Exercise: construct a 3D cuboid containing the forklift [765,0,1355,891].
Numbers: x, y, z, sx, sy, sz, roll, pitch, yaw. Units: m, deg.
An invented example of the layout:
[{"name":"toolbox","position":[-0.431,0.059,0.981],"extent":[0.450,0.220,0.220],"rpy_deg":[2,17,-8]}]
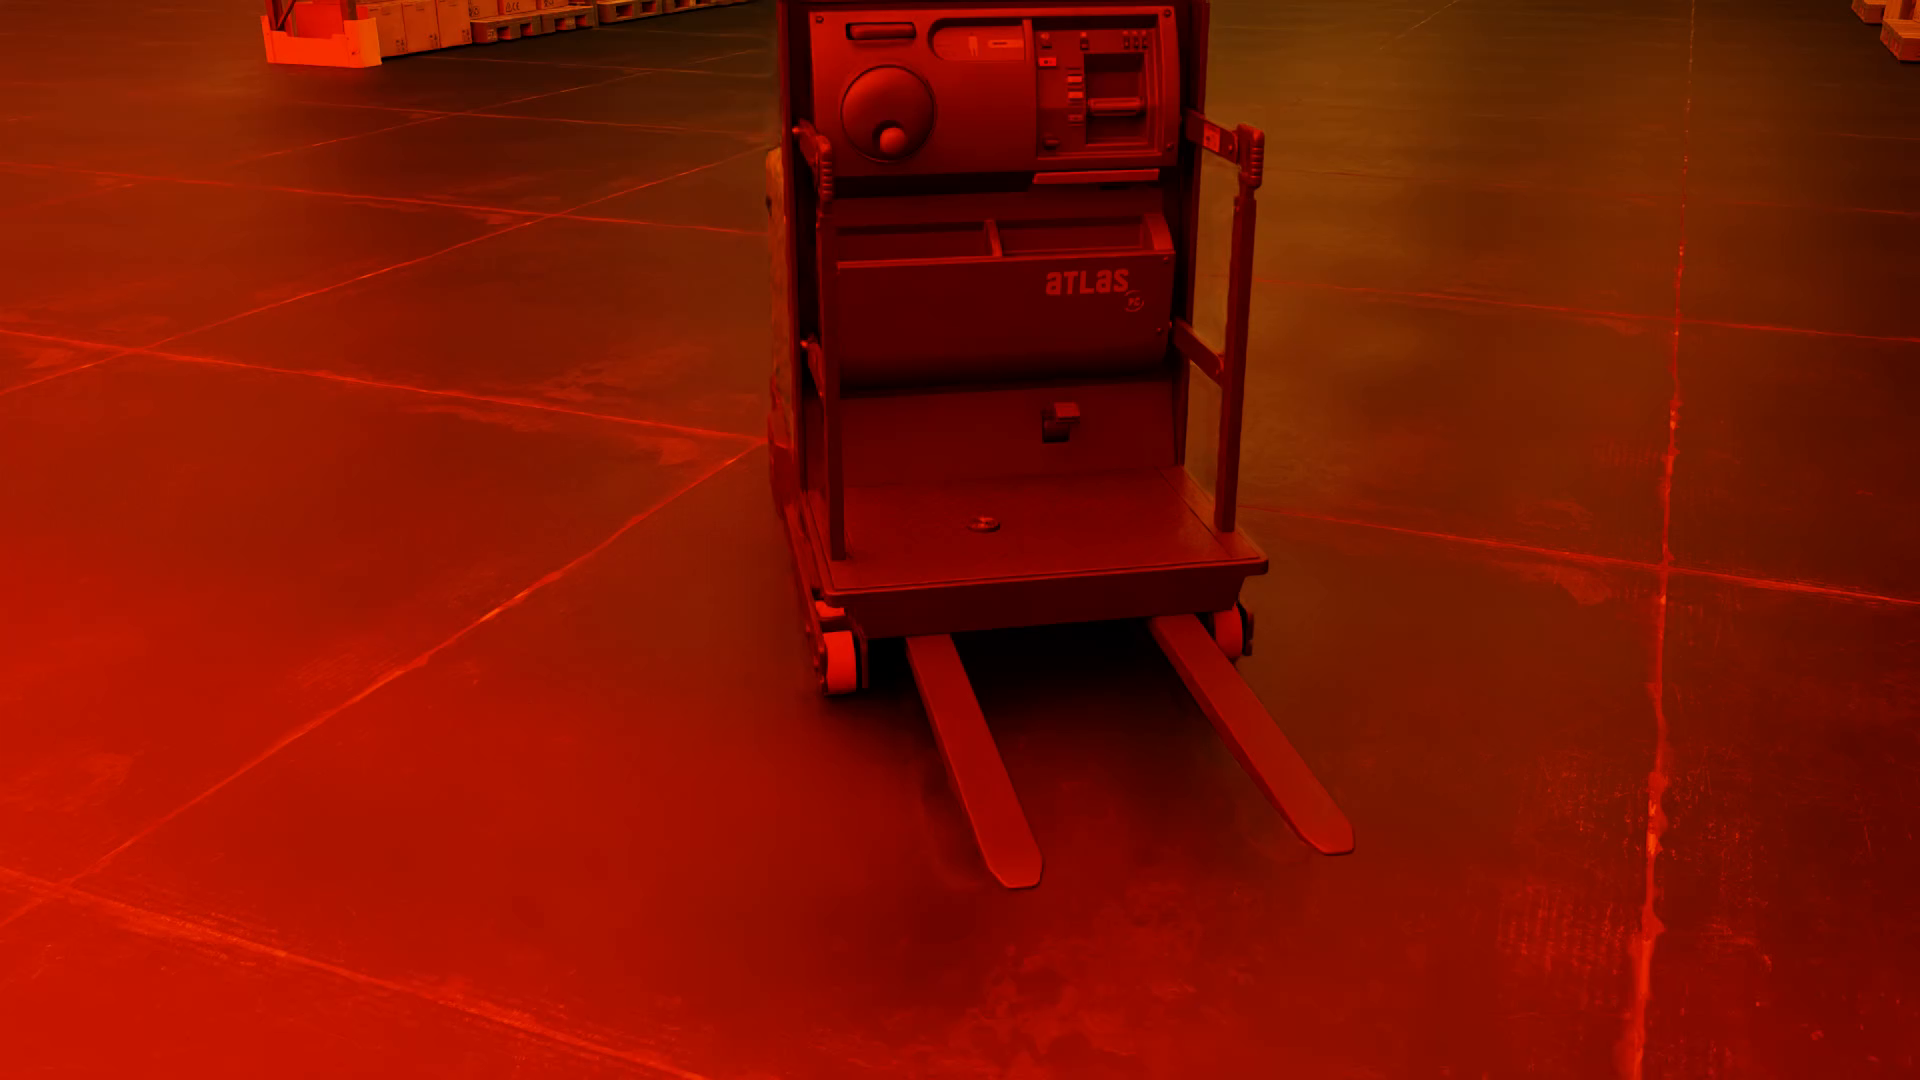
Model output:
[{"name":"forklift","position":[0.135,-1.114,3.958],"extent":[1.130,2.935,3.031],"rpy_deg":[-4,23,-10]}]
